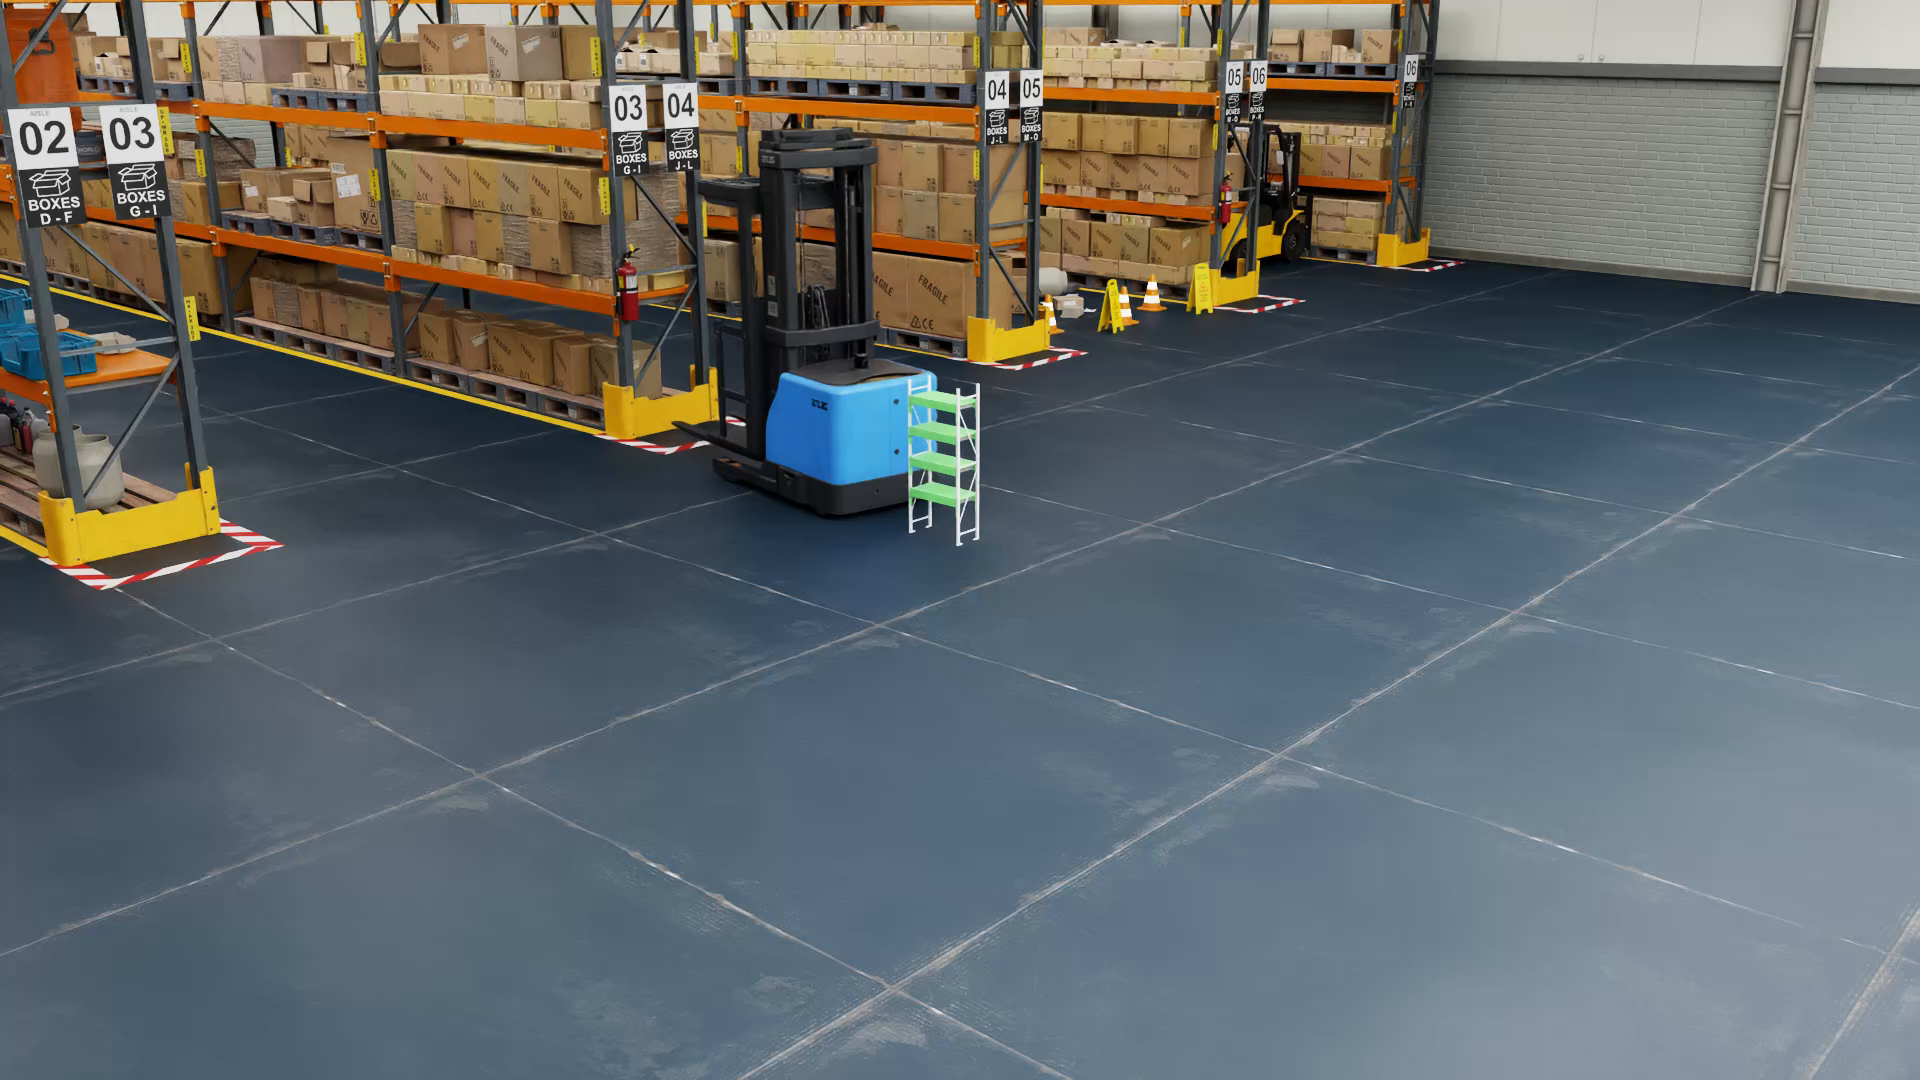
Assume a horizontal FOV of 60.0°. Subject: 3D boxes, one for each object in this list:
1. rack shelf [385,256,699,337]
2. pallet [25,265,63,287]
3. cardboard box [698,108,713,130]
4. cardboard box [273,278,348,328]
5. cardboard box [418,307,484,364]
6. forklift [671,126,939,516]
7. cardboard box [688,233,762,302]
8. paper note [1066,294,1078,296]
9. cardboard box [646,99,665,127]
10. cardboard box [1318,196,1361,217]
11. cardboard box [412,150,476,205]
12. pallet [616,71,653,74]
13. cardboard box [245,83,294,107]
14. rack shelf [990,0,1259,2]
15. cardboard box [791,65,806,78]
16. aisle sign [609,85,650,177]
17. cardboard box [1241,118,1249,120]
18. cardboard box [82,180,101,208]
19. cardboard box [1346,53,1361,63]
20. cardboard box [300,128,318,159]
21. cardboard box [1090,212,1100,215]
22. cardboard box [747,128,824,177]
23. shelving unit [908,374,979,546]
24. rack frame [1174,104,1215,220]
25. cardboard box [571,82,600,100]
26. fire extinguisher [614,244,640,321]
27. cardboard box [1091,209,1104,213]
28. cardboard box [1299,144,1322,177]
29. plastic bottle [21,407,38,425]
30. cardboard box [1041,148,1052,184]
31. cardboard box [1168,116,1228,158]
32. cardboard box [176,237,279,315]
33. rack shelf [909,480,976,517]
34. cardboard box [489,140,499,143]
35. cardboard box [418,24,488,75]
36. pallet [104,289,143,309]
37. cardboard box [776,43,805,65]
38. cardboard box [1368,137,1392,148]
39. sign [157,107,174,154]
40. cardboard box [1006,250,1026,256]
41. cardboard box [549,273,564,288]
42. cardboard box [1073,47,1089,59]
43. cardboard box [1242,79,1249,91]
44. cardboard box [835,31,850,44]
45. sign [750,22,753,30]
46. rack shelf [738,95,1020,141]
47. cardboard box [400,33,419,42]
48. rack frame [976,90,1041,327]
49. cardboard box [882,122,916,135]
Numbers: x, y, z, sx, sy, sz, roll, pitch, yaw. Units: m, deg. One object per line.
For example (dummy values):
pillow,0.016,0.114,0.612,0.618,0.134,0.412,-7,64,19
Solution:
rack shelf,-4.308,-2.571,16.944,4.000,0.370,1.077,15,23,39
pallet,-13.220,-4.008,24.892,1.213,0.211,1.003,15,23,39
cardboard box,-4.298,-7.338,28.955,0.500,0.500,0.500,14,23,38
cardboard box,-7.857,-2.898,20.191,0.500,0.500,0.700,13,22,35
cardboard box,-5.531,-2.235,18.133,0.500,0.500,0.500,14,22,38
forklift,-1.469,-1.970,13.974,1.130,2.935,3.031,-13,22,-36
cardboard box,-2.960,-3.650,22.177,0.750,0.750,1.050,15,23,39
paper note,1.584,-3.466,23.483,0.148,0.019,0.142,7,19,21
cardboard box,-3.000,-4.026,15.627,0.500,0.250,0.500,16,24,41
cardboard box,6.121,-5.368,26.764,0.500,0.250,0.500,16,23,40
cardboard box,-5.261,-3.734,17.107,0.500,0.500,0.500,15,23,39
pallet,-4.911,-6.443,23.308,1.003,0.211,1.213,16,24,42
cardboard box,-7.838,-5.121,19.077,0.500,0.250,0.500,16,23,40
rack shelf,2.270,-7.671,23.101,4.000,0.370,1.077,15,23,39
cardboard box,-1.821,-5.673,20.125,0.250,0.149,0.380,15,23,38
aisle sign,-2.964,-3.671,14.923,0.004,0.787,0.394,15,23,39
cardboard box,4.873,-7.074,28.215,0.250,0.149,0.380,15,23,39
cardboard box,-11.609,-4.821,22.677,0.500,0.500,0.500,15,23,39
cardboard box,6.237,-7.534,25.988,0.250,0.149,0.380,14,22,38
cardboard box,-10.841,-6.762,28.302,0.500,0.500,0.500,15,23,39
cardboard box,1.777,-4.645,24.900,0.500,0.500,0.500,16,23,40
cardboard box,-2.182,-4.922,21.128,0.550,0.550,0.875,15,23,39
shelving unit,-0.124,-0.605,12.535,0.503,1.200,0.258,15,23,39
rack frame,4.066,-6.681,28.706,0.127,3.000,1.000,15,23,39
cardboard box,-3.343,-4.125,15.280,0.250,0.149,0.380,14,22,38
fire extinguisher,-3.032,-2.348,15.180,0.183,0.674,0.296,15,23,39
cardboard box,2.530,-6.160,30.294,0.625,0.625,0.875,14,22,37
cardboard box,5.750,-6.174,26.943,0.500,0.500,0.500,14,23,38
plastic bottle,-8.033,-0.975,14.375,0.185,0.351,0.144,15,23,39
cardboard box,1.309,-5.500,24.327,0.500,0.500,0.500,15,23,39
cardboard box,3.239,-5.474,22.590,0.500,0.500,0.700,14,23,38
cardboard box,-9.298,-3.449,21.340,0.875,0.875,1.225,14,22,37
rack shelf,-0.124,-0.315,12.627,0.480,0.148,0.258,15,23,39
cardboard box,-7.015,-6.089,25.578,0.250,0.149,0.380,14,22,37
cardboard box,-5.298,-5.140,17.408,0.500,0.500,0.500,14,22,38
pallet,-11.160,-3.455,23.149,1.213,0.211,1.003,15,23,39
cardboard box,-1.877,-5.903,20.190,0.500,0.250,0.500,15,23,39
cardboard box,6.613,-6.241,26.082,0.250,0.149,0.380,15,23,40
sign,-5.731,-2.949,11.973,0.005,0.325,0.100,15,23,39
cardboard box,1.037,-4.268,24.952,0.500,0.250,0.500,14,22,37
cardboard box,-3.746,-2.546,16.090,0.250,0.149,0.380,15,23,39
cardboard box,1.804,-6.861,23.412,0.250,0.149,0.380,15,23,38
cardboard box,3.734,-6.205,22.660,0.250,0.149,0.380,15,23,39
cardboard box,-1.251,-5.900,19.522,0.250,0.149,0.380,15,23,39
sign,-4.526,-11.064,36.093,0.005,0.325,0.100,15,23,39
rack shelf,-0.940,-5.103,19.962,4.000,0.370,1.077,15,23,39
cardboard box,-8.209,-7.600,25.783,0.500,0.500,0.700,15,23,39
rack frame,0.556,-3.614,19.041,0.127,3.000,1.000,15,23,39
cardboard box,-0.869,-6.297,26.144,0.500,0.500,0.500,14,22,37
